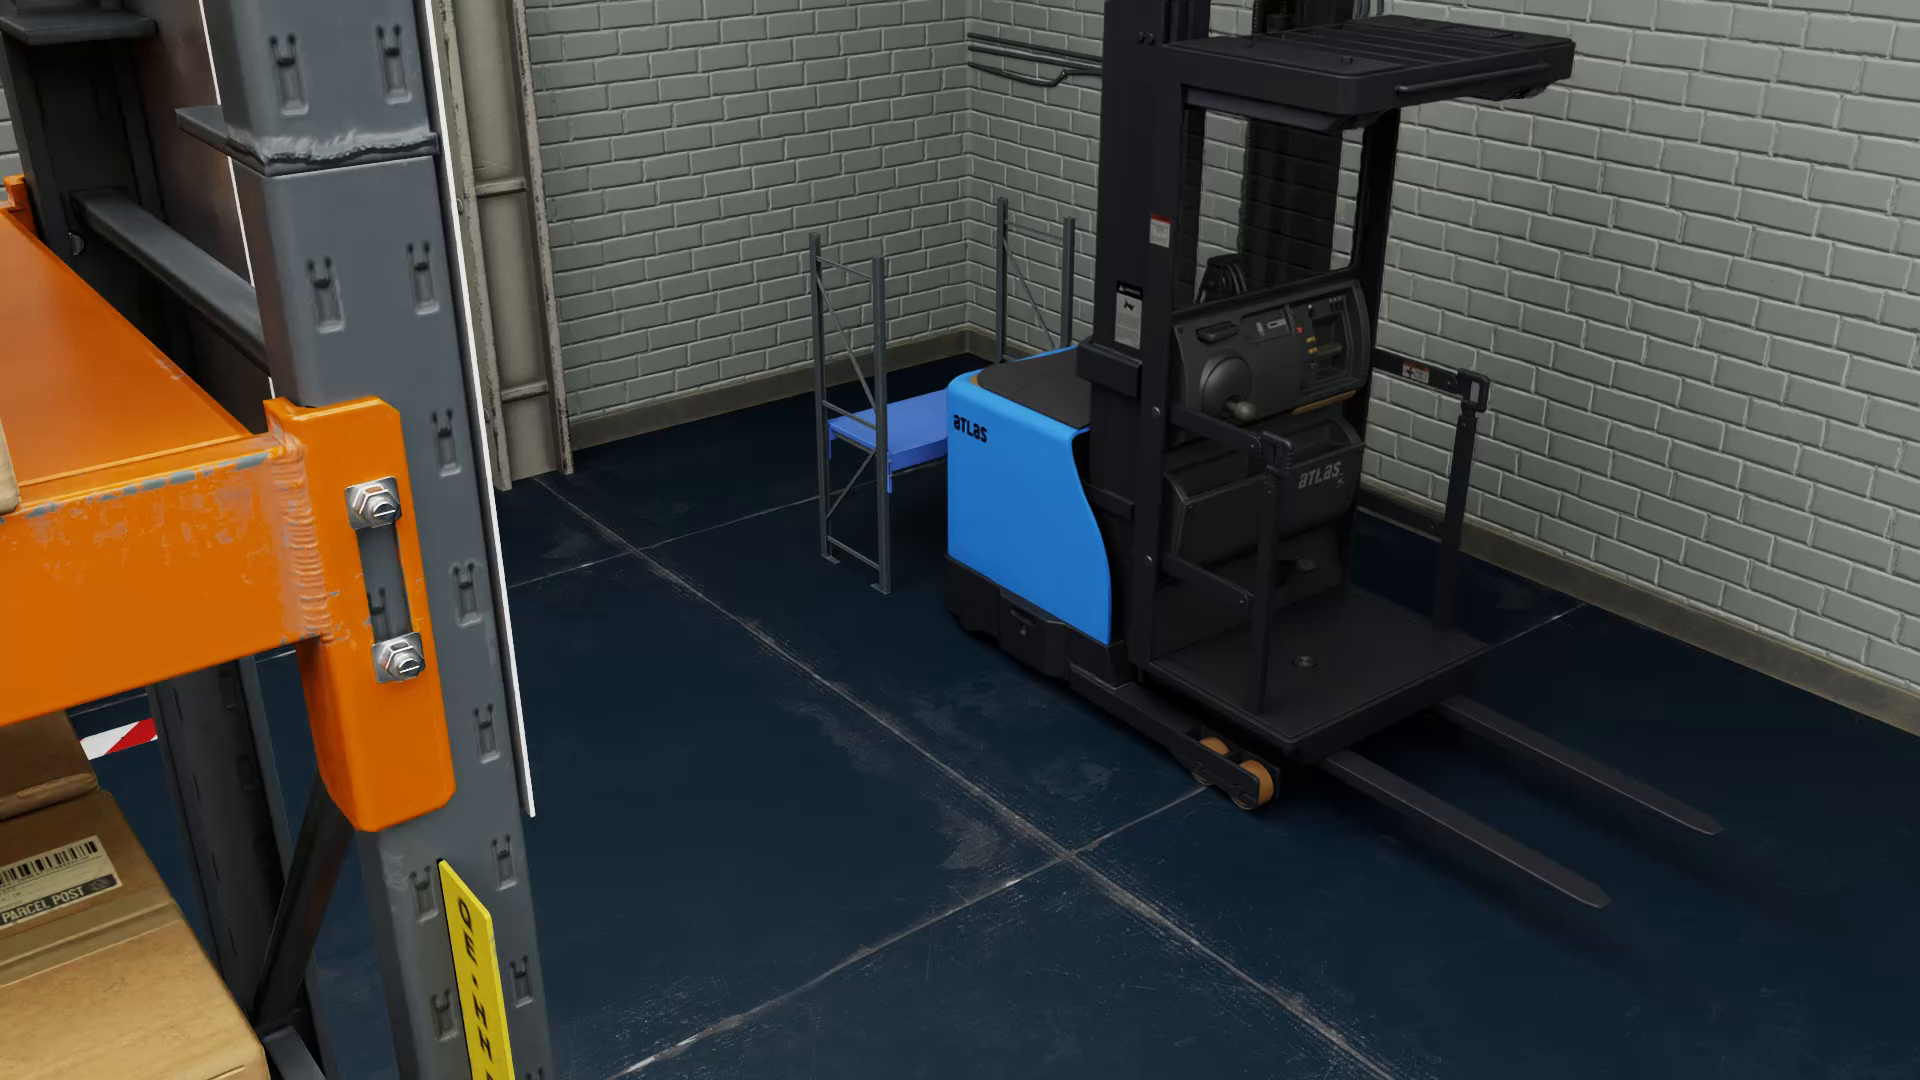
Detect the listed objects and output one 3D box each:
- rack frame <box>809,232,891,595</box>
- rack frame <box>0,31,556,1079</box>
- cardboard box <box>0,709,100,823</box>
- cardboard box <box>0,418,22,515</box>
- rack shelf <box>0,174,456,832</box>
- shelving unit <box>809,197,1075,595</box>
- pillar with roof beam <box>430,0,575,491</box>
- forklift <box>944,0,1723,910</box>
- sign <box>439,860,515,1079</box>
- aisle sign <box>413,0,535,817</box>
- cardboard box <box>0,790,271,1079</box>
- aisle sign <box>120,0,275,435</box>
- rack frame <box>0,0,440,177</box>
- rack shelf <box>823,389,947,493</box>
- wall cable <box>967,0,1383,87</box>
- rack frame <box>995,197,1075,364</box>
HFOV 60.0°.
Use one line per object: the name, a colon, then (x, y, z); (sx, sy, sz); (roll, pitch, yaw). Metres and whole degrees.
rack frame: (-0.467, -0.526, 7.102); (0.032, 1.500, 0.500); (-18, 31, -34)
rack frame: (-0.749, 0.922, 2.200); (0.127, 3.000, 1.000); (-18, 31, -34)
cardboard box: (-1.260, 0.451, 1.908); (0.500, 0.500, 0.500); (-17, 30, -33)
cardboard box: (-0.990, -0.150, 1.124); (0.500, 0.250, 0.500); (-18, 31, -34)
rack shelf: (-2.322, 0.407, 0.600); (4.000, 0.370, 1.077); (-18, 31, -34)
shelving unit: (-0.067, -0.658, 7.387); (1.048, 1.500, 0.538); (-18, 31, -34)
pillar with roof beam: (0.439, -3.001, 3.527); (0.400, 9.000, 9.100); (-18, 31, -34)
forklift: (1.227, -0.635, 5.636); (1.130, 2.935, 3.031); (-18, 30, -34)
sign: (-0.422, 0.443, 1.482); (0.005, 0.325, 0.100); (-18, 31, -34)
aisle sign: (-0.506, -0.173, 1.472); (0.004, 0.787, 0.394); (-18, 31, -34)
cardboard box: (-0.929, 0.630, 1.523); (0.500, 0.500, 0.500); (-19, 31, -34)
aisle sign: (-0.876, -0.372, 1.900); (0.004, 0.787, 0.394); (-18, 31, -34)
rack frame: (-0.749, -1.799, 0.937); (0.127, 3.000, 1.000); (-18, 31, -34)
rack shelf: (-0.067, -0.495, 7.462); (1.000, 0.185, 0.538); (-18, 31, -34)
wall cable: (0.863, -3.381, 8.035); (0.112, 2.526, 3.097); (-18, 31, -34)
rack frame: (0.333, -0.790, 7.671); (0.032, 1.500, 0.500); (-18, 31, -34)
